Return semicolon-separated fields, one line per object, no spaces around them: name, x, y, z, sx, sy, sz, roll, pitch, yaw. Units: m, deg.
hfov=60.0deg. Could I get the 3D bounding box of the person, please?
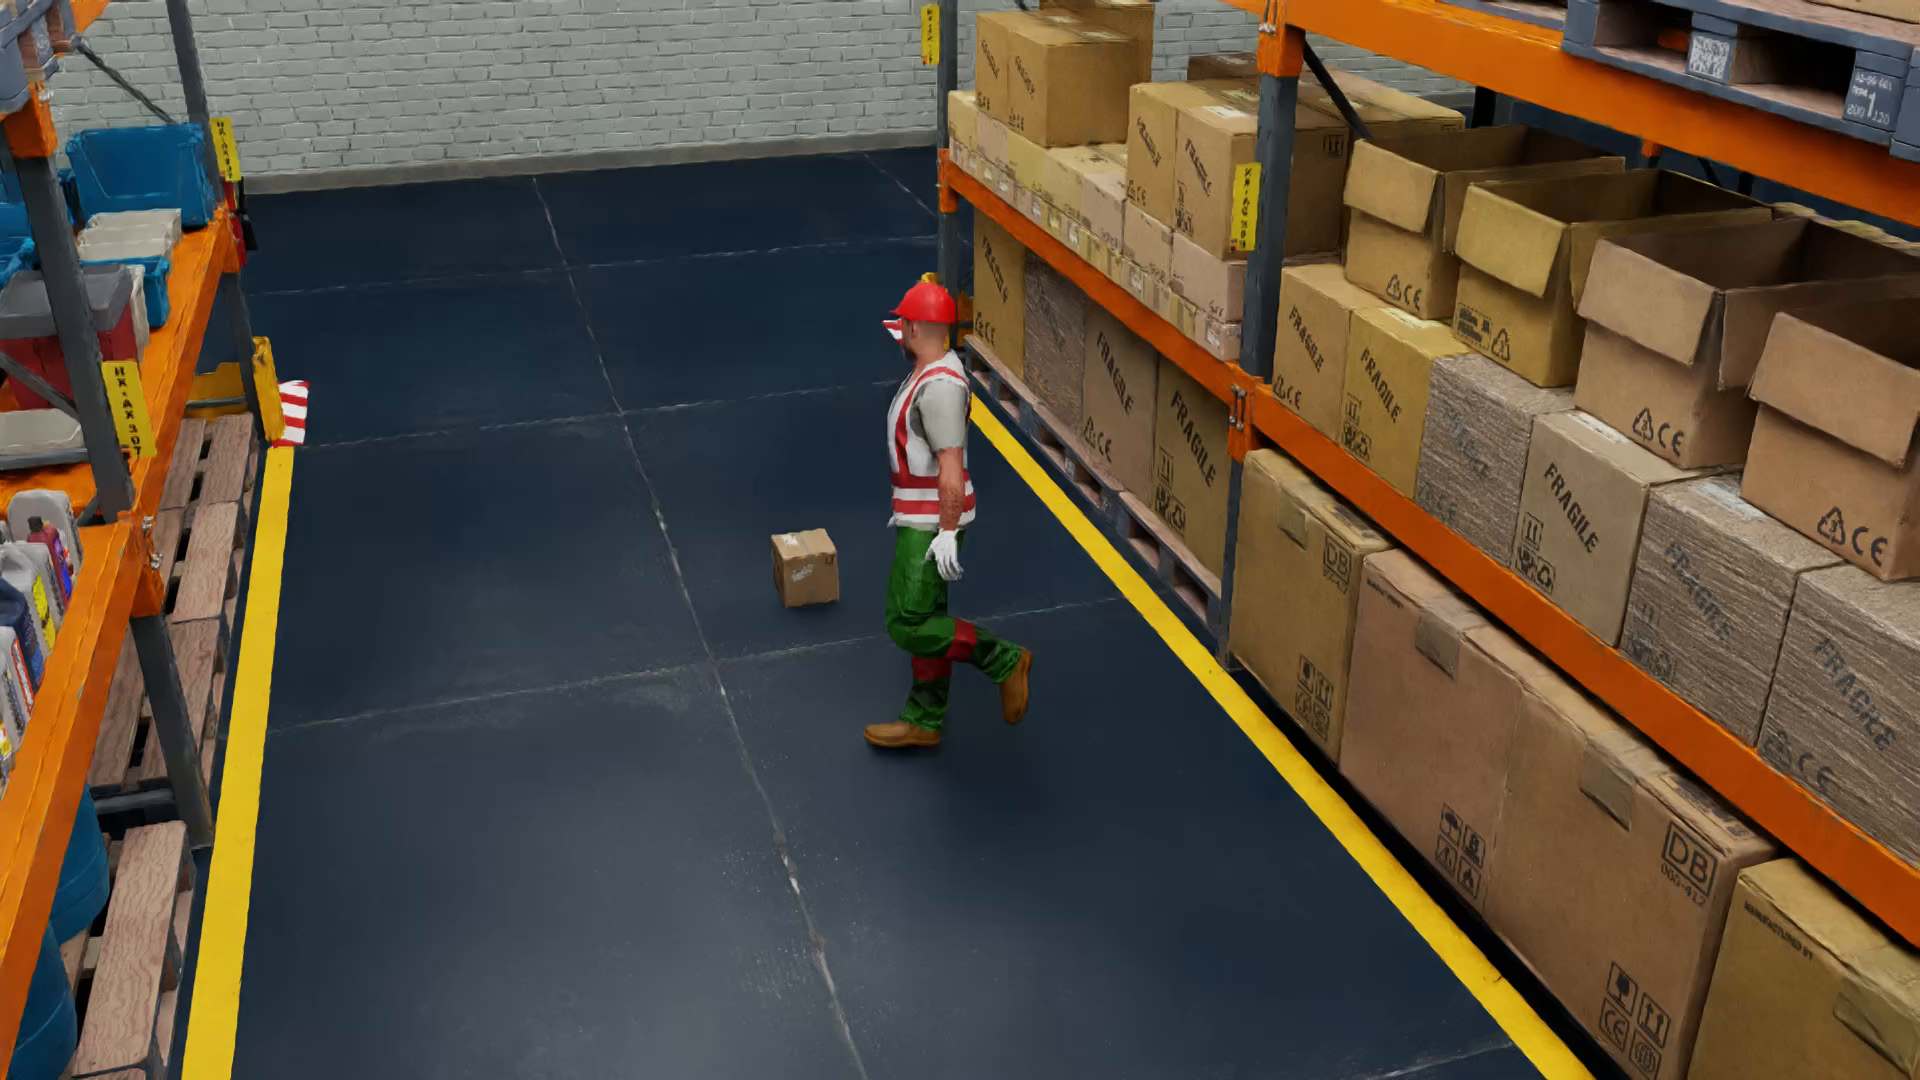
person;-0.069;-0.071;6.254;0.658;1.753;0.656;-3;26;-7
